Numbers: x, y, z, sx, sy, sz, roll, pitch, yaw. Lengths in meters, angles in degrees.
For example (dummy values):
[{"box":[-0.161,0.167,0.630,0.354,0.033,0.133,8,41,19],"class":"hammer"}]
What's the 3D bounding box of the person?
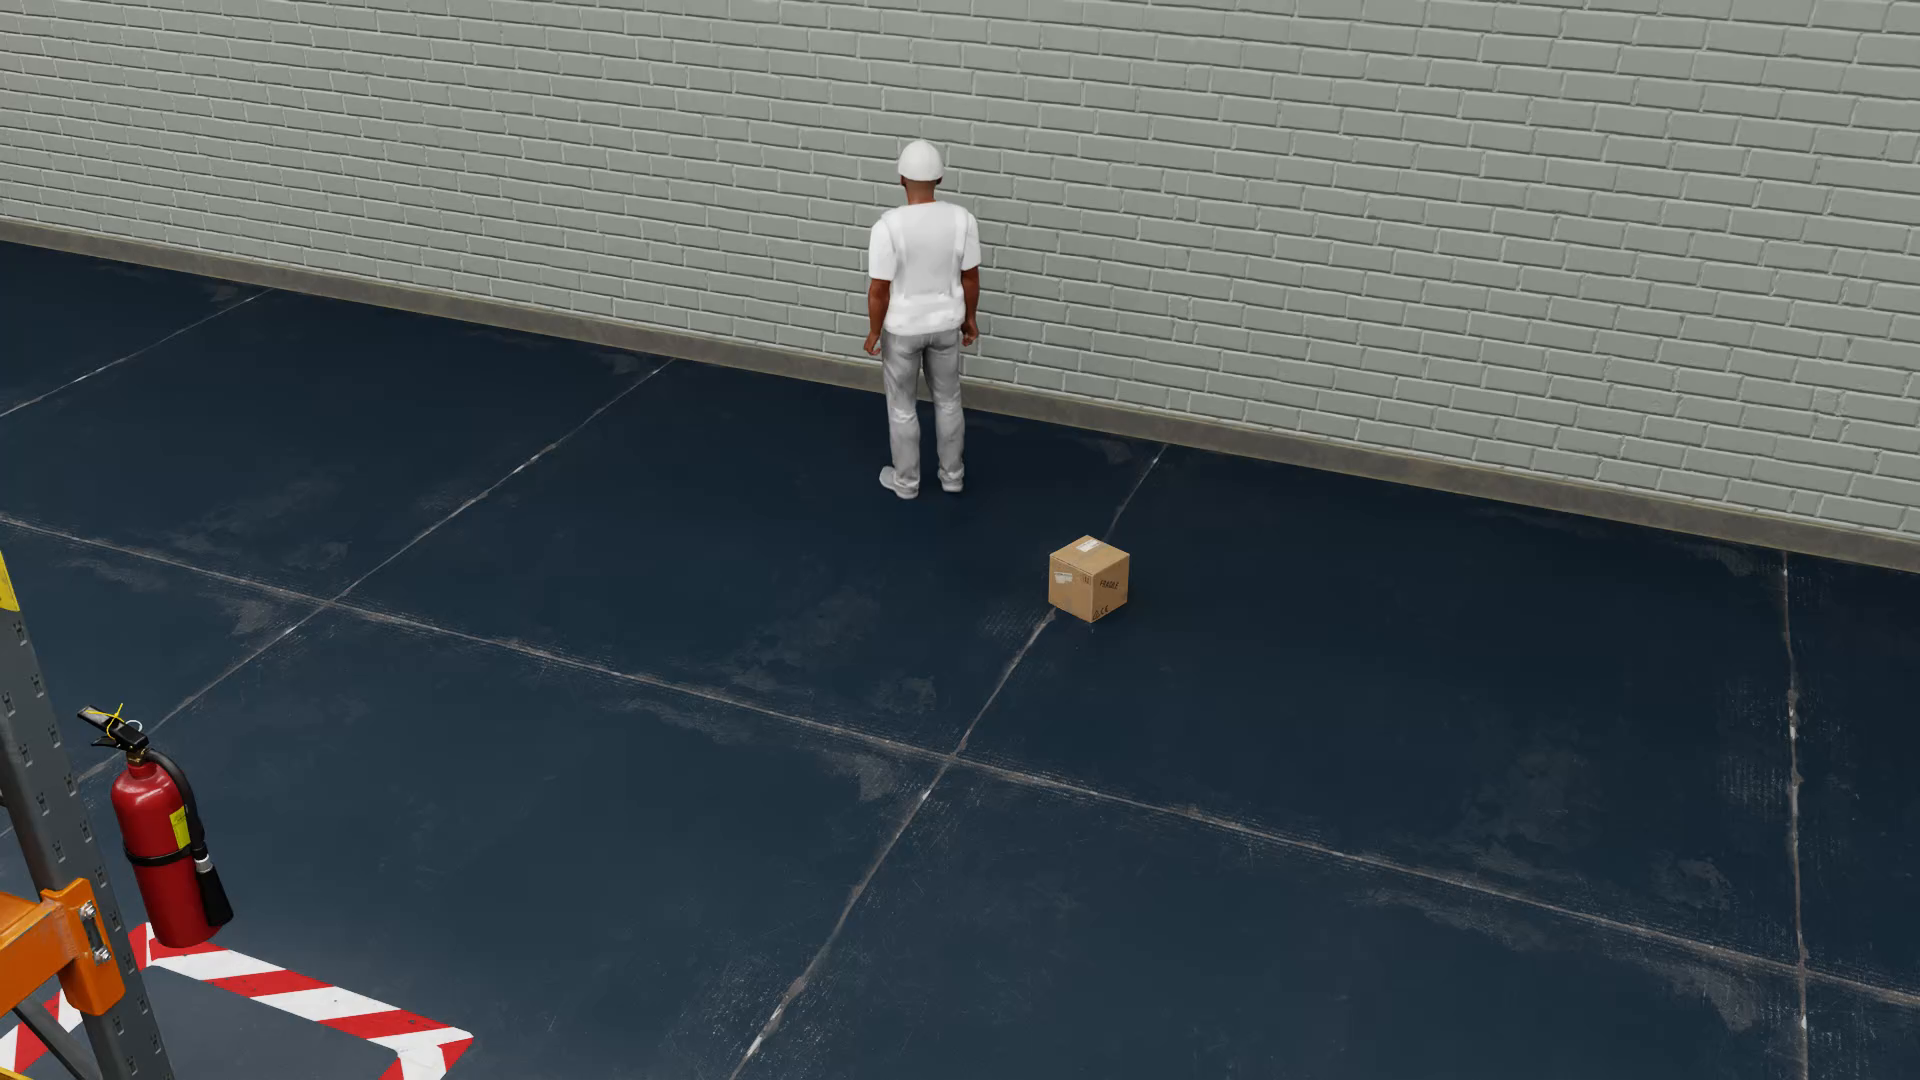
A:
[{"box":[-0.189,-1.031,7.936,0.568,1.779,0.377,-11,31,-18],"class":"person"}]
